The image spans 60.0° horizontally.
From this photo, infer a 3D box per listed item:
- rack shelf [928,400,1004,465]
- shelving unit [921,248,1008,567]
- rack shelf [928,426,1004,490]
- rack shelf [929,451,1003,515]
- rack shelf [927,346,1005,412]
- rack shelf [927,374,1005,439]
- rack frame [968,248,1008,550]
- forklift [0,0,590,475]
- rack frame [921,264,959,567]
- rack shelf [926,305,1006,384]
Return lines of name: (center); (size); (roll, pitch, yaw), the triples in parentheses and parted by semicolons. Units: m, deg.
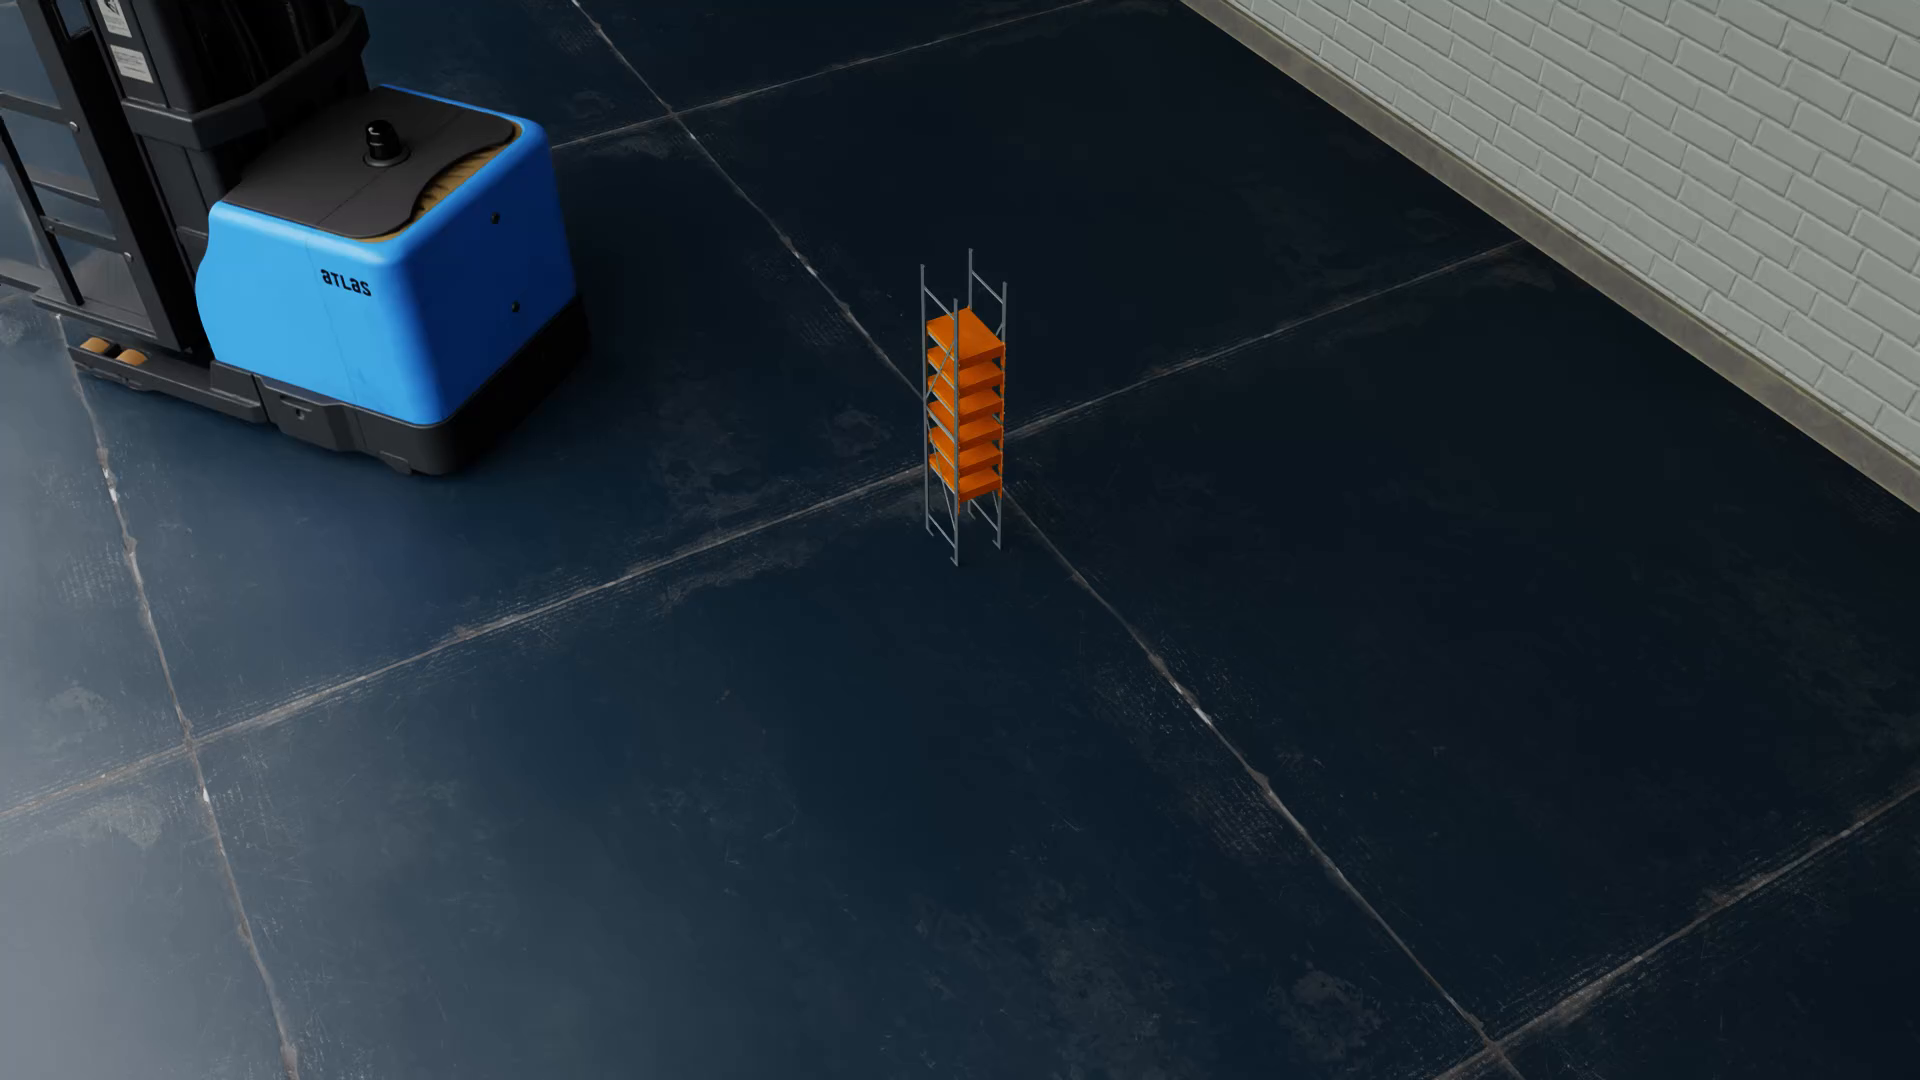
rack shelf: (0.013, -0.404, 5.868); (0.180, 0.103, 0.258); (-22, 48, -21)
shelving unit: (0.013, -0.436, 5.837); (0.189, 1.200, 0.258); (-22, 48, -21)
rack shelf: (0.013, -0.318, 5.952); (0.180, 0.103, 0.258); (-22, 48, -21)
rack shelf: (0.013, -0.231, 6.035); (0.180, 0.103, 0.258); (-22, 48, -21)
rack shelf: (0.013, -0.576, 5.701); (0.180, 0.103, 0.258); (-22, 48, -21)
rack shelf: (0.013, -0.490, 5.785); (0.180, 0.103, 0.258); (-22, 48, -21)
rack frame: (0.092, -0.467, 5.870); (0.006, 1.200, 0.240); (-22, 48, -21)
forklift: (-3.128, -1.990, 6.196); (3.031, 2.935, 1.130); (17, 47, 17)
rack frame: (-0.067, -0.404, 5.805); (0.006, 1.200, 0.240); (-22, 48, -21)
rack shelf: (0.013, -0.662, 5.618); (0.180, 0.103, 0.258); (-22, 48, -21)
